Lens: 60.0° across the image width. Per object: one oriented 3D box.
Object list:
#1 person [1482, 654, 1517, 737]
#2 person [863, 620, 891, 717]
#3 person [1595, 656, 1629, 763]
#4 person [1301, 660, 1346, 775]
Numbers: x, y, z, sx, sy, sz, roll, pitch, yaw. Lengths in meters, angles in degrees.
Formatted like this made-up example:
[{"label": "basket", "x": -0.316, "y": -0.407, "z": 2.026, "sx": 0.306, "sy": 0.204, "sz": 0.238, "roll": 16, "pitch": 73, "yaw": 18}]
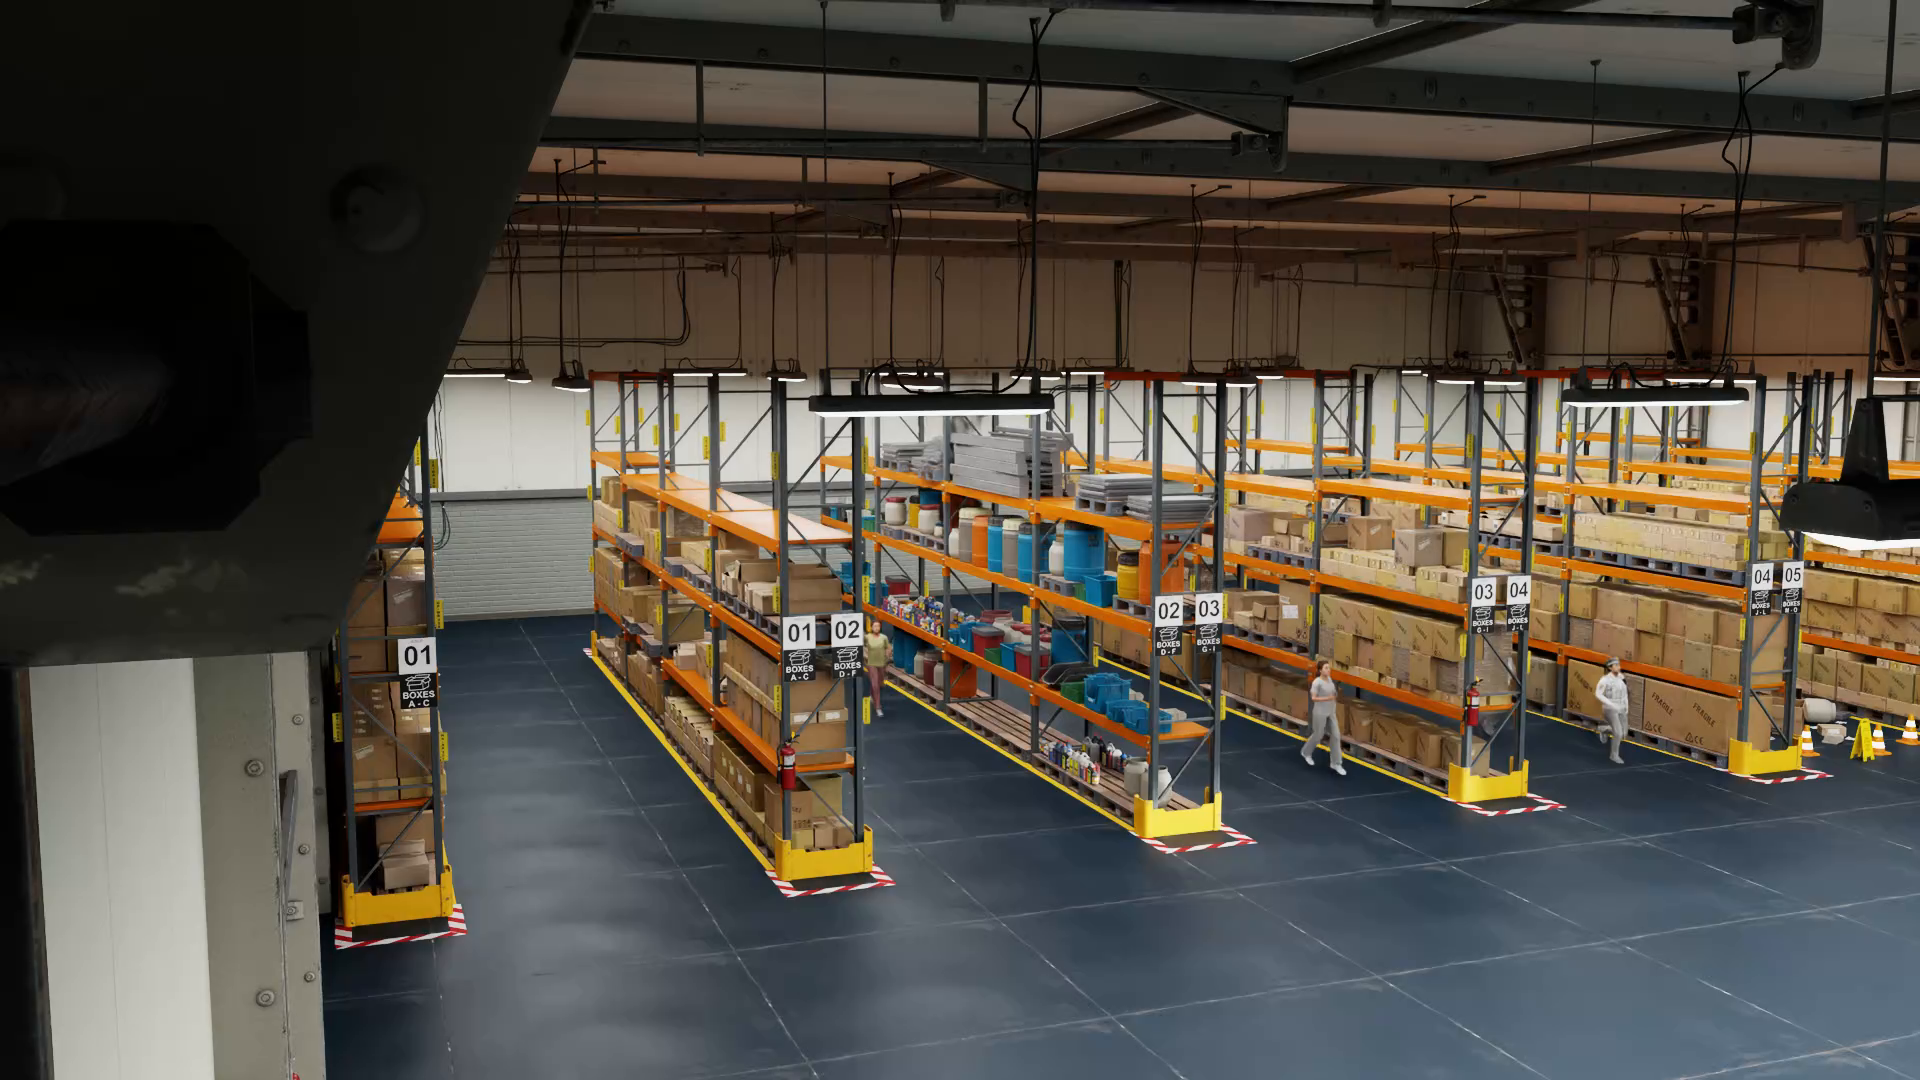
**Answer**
[{"label": "person", "x": 8.950, "y": 2.386, "z": 27.551, "sx": 0.661, "sy": 1.760, "sz": 0.677, "roll": -4, "pitch": 7, "yaw": -32}, {"label": "person", "x": -1.500, "y": 2.231, "z": 29.454, "sx": 0.579, "sy": 1.671, "sz": 0.894, "roll": -2, "pitch": 7, "yaw": -17}, {"label": "person", "x": 10.195, "y": 2.628, "z": 26.037, "sx": 0.639, "sy": 1.645, "sz": 0.608, "roll": -3, "pitch": 7, "yaw": -26}, {"label": "person", "x": 5.529, "y": 2.659, "z": 25.259, "sx": 0.559, "sy": 1.686, "sz": 0.884, "roll": -4, "pitch": 7, "yaw": -30}]
